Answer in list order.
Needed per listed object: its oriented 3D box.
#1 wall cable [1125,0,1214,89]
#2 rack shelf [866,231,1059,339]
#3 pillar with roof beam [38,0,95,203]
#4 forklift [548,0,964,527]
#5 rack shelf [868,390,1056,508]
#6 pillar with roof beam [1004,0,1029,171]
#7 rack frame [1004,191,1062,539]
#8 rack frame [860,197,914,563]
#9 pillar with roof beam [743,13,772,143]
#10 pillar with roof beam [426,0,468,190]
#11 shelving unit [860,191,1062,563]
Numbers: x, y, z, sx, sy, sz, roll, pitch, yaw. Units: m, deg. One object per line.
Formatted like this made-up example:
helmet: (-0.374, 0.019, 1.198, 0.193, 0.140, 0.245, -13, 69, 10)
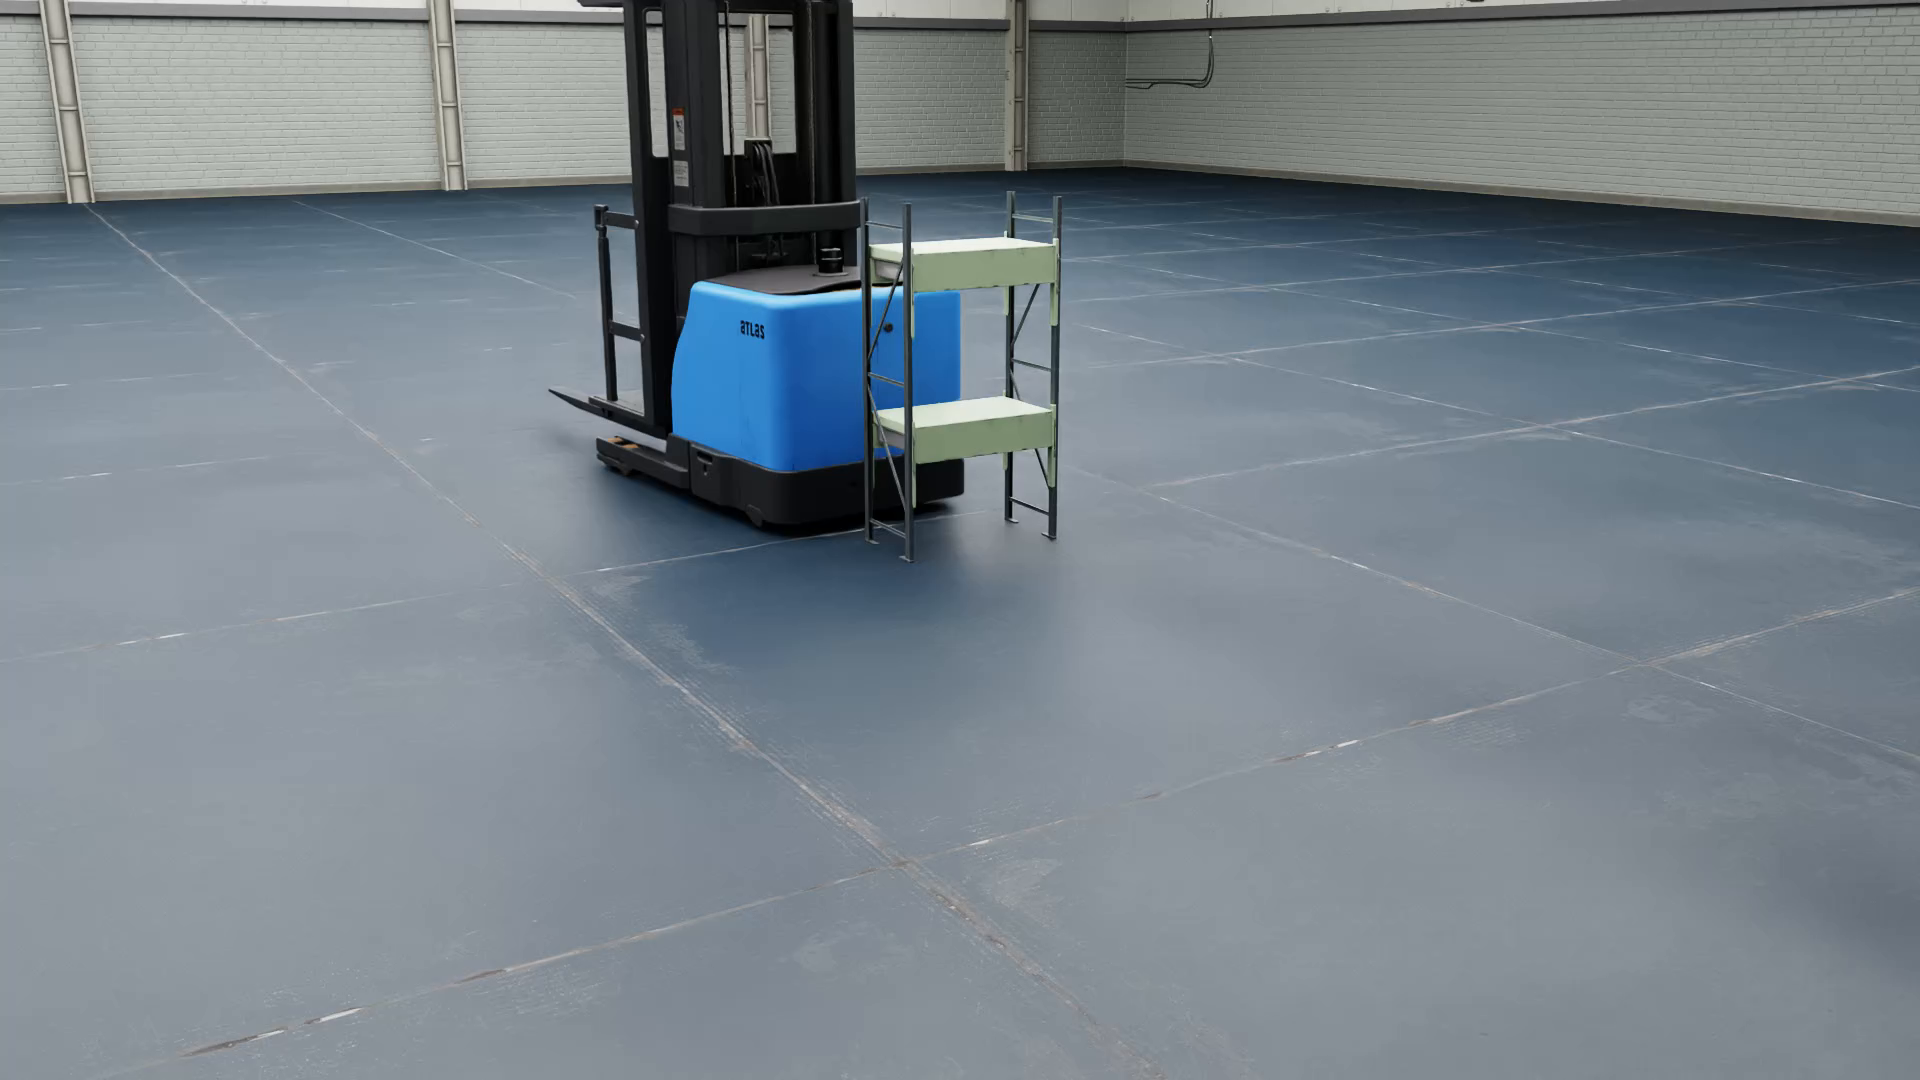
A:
wall cable: (4.409, -10.911, 35.414, 0.112, 2.526, 3.097, -9, 18, -30)
rack shelf: (0.006, -1.099, 7.105, 0.720, 0.370, 0.431, -9, 18, -30)
pillar with roof beam: (-12.010, -8.804, 22.146, 0.400, 9.000, 9.100, -9, 18, -30)
forklift: (-1.255, -1.811, 8.439, 1.130, 2.935, 3.031, -11, 19, -35)
rack shelf: (0.006, -0.409, 7.299, 0.720, 0.370, 0.431, -9, 18, -30)
pillar with roof beam: (3.419, -11.306, 31.072, 0.400, 9.000, 9.100, -9, 18, -30)
rack frame: (0.319, -0.774, 7.392, 0.023, 1.500, 0.400, -9, 18, -30)
rack frame: (-0.308, -0.672, 7.029, 0.023, 1.500, 0.400, -9, 18, -30)
pillar with roof beam: (-1.724, -10.472, 28.097, 0.400, 9.000, 9.100, -9, 18, -30)
pillar with roof beam: (-6.867, -9.638, 25.121, 0.400, 9.000, 9.100, -9, 18, -30)
shelving unit: (0.006, -0.723, 7.211, 0.755, 1.500, 0.431, -9, 18, -30)
